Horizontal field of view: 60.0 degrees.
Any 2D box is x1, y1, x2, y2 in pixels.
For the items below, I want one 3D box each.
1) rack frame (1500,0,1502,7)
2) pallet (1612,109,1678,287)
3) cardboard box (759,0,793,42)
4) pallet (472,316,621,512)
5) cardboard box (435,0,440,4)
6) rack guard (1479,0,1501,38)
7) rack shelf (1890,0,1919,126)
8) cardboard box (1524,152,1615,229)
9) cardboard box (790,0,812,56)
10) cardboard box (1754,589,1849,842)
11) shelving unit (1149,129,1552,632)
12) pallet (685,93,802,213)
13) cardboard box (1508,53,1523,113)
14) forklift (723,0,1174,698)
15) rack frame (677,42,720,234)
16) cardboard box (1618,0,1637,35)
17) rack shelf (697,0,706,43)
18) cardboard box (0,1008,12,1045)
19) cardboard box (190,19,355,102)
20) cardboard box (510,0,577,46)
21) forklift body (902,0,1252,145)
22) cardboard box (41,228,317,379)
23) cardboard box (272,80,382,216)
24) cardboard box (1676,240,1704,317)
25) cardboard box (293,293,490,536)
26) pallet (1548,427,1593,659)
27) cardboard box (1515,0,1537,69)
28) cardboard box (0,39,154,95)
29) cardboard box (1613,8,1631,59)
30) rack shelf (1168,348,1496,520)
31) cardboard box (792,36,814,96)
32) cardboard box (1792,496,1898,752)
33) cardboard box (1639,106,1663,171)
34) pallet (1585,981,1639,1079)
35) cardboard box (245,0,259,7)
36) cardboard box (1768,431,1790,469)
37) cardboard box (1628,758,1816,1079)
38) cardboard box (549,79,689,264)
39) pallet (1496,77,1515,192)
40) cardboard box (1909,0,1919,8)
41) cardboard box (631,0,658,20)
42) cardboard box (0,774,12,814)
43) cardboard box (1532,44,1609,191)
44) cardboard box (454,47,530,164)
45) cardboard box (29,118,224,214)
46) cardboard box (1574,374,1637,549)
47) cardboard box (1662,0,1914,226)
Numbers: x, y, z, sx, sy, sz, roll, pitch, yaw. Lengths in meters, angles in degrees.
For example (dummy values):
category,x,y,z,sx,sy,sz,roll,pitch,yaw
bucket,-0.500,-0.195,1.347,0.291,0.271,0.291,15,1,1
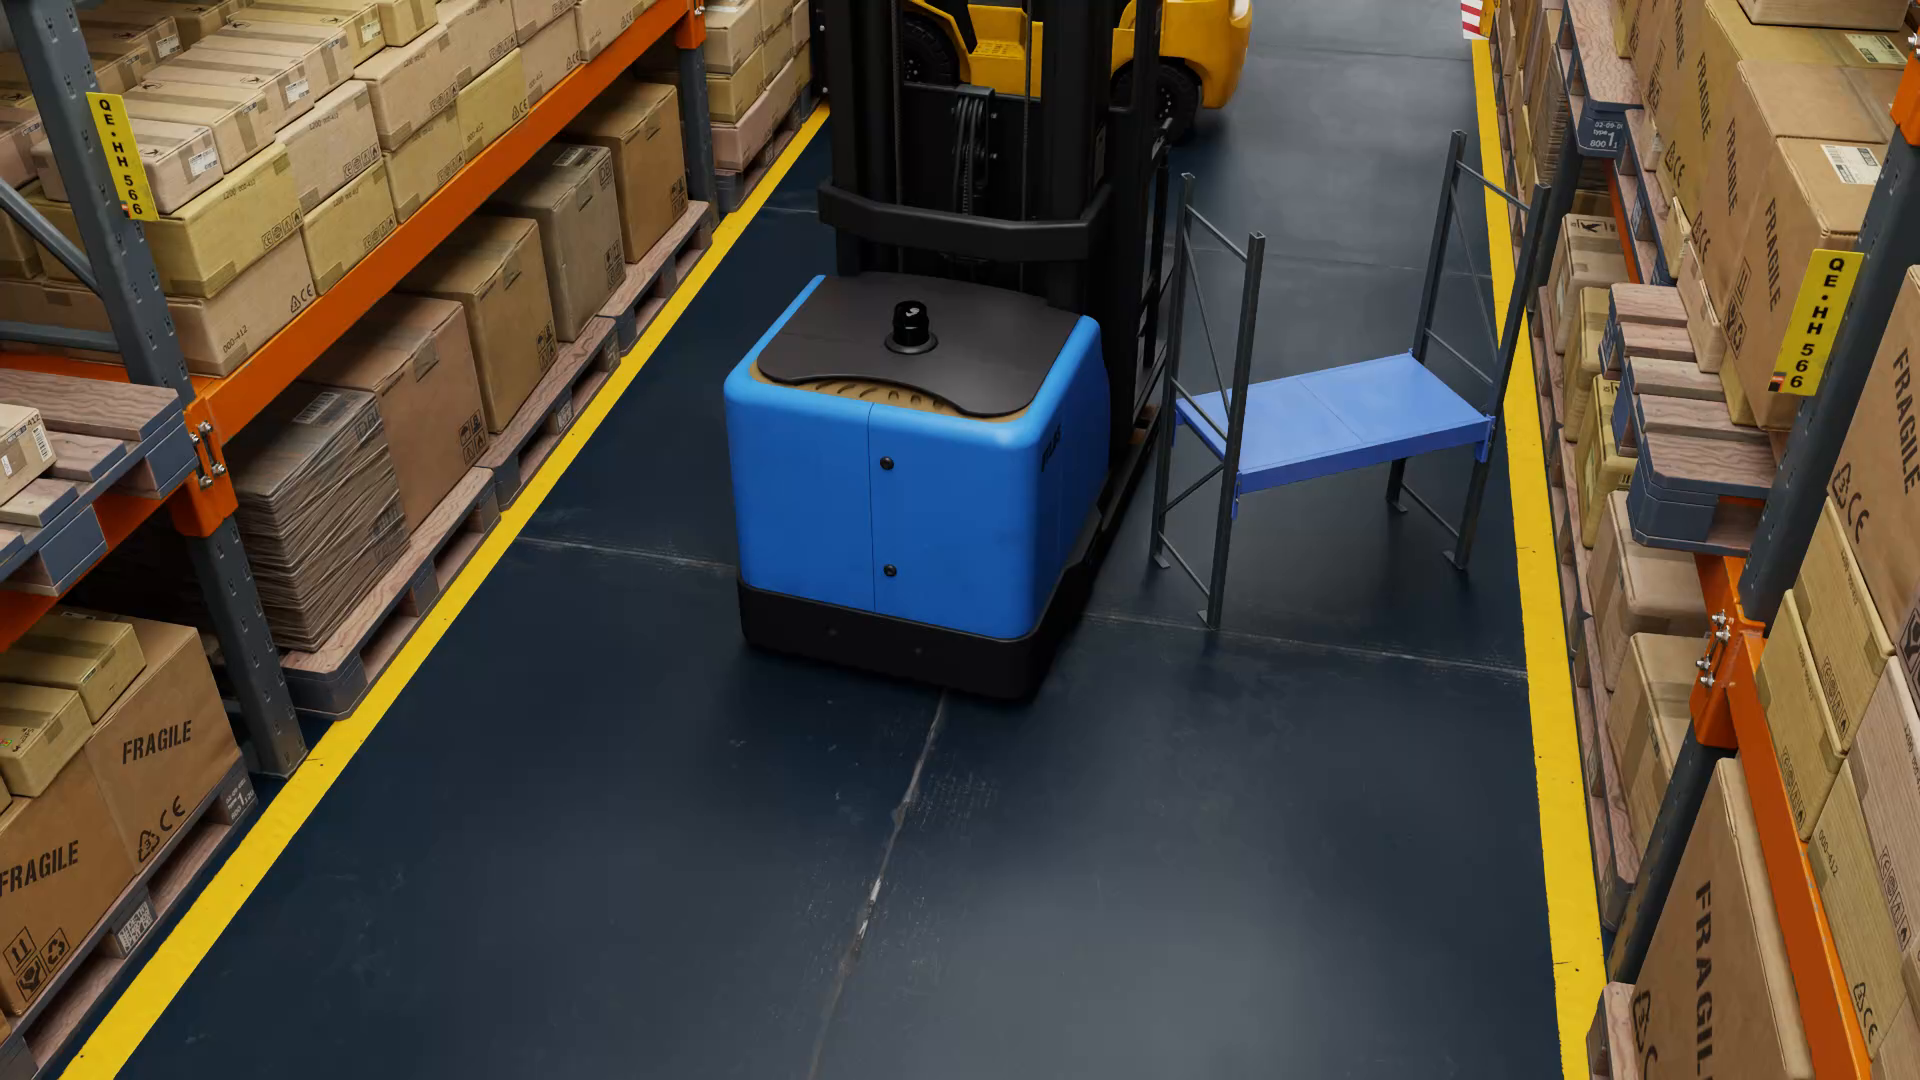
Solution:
category,x,y,z,sx,sy,sz,roll,pitch,yaw
rack frame,3.980,-4.525,9.937,1.000,3.000,0.127,7,37,10
pallet,2.654,-1.001,5.238,1.003,0.211,1.213,7,37,10
cardboard box,-1.195,-2.843,8.750,0.500,0.250,0.500,7,37,10
pallet,-2.102,-0.594,6.889,1.003,0.211,1.213,7,37,10
cardboard box,-1.996,-1.910,5.691,0.380,0.149,0.250,7,37,10
rack guard,3.964,-3.469,10.610,1.175,0.500,0.348,7,37,10
rack shelf,2.699,-2.008,4.522,1.077,0.370,4.000,7,37,10
cardboard box,2.990,-1.661,7.971,0.500,0.250,0.500,9,37,12
cardboard box,-1.095,-2.925,9.289,0.500,0.250,0.500,7,37,10
cardboard box,1.921,0.371,3.309,0.500,0.250,0.500,7,36,9
shelving unit,1.282,-0.531,5.705,1.048,1.500,0.538,-12,38,-17
pallet,-1.513,-2.173,9.069,1.003,0.211,1.213,7,37,10
cardboard box,3.317,-2.548,9.194,0.500,0.250,0.500,10,37,13
forklift,0.196,-1.535,5.871,1.130,2.935,3.031,11,37,15
rack frame,-1.724,-2.852,7.628,1.000,3.000,0.127,7,37,10
cardboard box,2.639,-2.042,5.816,0.500,0.500,0.500,7,37,10
rack shelf,-1.297,-3.707,9.422,1.077,0.370,4.000,7,37,10
cardboard box,-2.685,1.139,3.895,0.500,0.500,0.500,9,37,12
cardboard box,-2.093,-1.463,5.074,0.380,0.149,0.250,8,37,10
cardboard box,-1.797,-2.092,6.282,0.500,0.250,0.500,8,37,11
forklift body,0.508,-3.485,9.226,2.313,2.155,1.214,7,37,10
cardboard box,-2.245,-0.721,4.817,0.500,0.250,0.500,7,37,10
cardboard box,-2.137,-1.211,5.066,0.500,0.250,0.500,8,37,11
cardboard box,2.170,-0.680,4.489,0.380,0.149,0.250,6,36,8
cardboard box,-2.300,-0.498,6.047,0.875,0.625,0.625,8,37,11
pallet,2.703,0.046,6.007,1.003,0.211,1.213,7,37,10
cardboard box,3.311,-2.857,8.982,0.500,0.500,0.500,8,37,11
cardboard box,-2.645,-1.378,4.958,0.380,0.149,0.250,7,37,10
cardboard box,2.637,-1.881,6.145,0.380,0.149,0.250,8,37,11
rack shelf,1.282,-0.385,5.810,1.000,0.185,0.538,-12,38,-17
cardboard box,-1.109,-2.734,9.451,0.500,0.250,0.500,8,37,11
cardboard box,1.922,0.180,3.148,0.500,0.250,0.500,7,37,10
cardboard box,2.394,-1.279,5.315,0.380,0.149,0.250,9,37,12
pallet,2.030,1.633,3.817,1.003,0.211,1.213,7,37,10
cardboard box,-2.557,-1.821,5.569,0.380,0.149,0.250,7,36,9
cardboard box,2.112,-0.224,3.859,0.380,0.149,0.250,9,37,12
cardboard box,2.043,1.137,3.577,0.875,0.875,0.875,7,37,10
cardboard box,-1.824,-1.760,7.787,0.875,0.625,0.625,9,37,12
pallet,3.493,-2.193,9.097,1.003,0.211,1.213,7,37,10
cardboard box,2.920,-1.389,4.914,0.500,0.500,0.500,6,36,8
cardboard box,-1.576,-2.469,7.229,0.500,0.250,0.500,8,37,11
cardboard box,-2.564,0.642,4.028,0.380,0.149,0.250,6,36,8
cardboard box,2.990,-1.965,7.751,0.500,0.500,0.500,7,36,9
cardboard box,-1.917,-1.602,6.033,0.500,0.250,0.500,8,37,11
cardboard box,-2.223,-1.007,4.446,0.380,0.149,0.250,8,37,11
cardboard box,2.719,-0.225,5.886,0.950,0.372,0.625,8,37,12
cardboard box,2.303,-1.152,4.587,0.500,0.500,0.500,5,36,7
